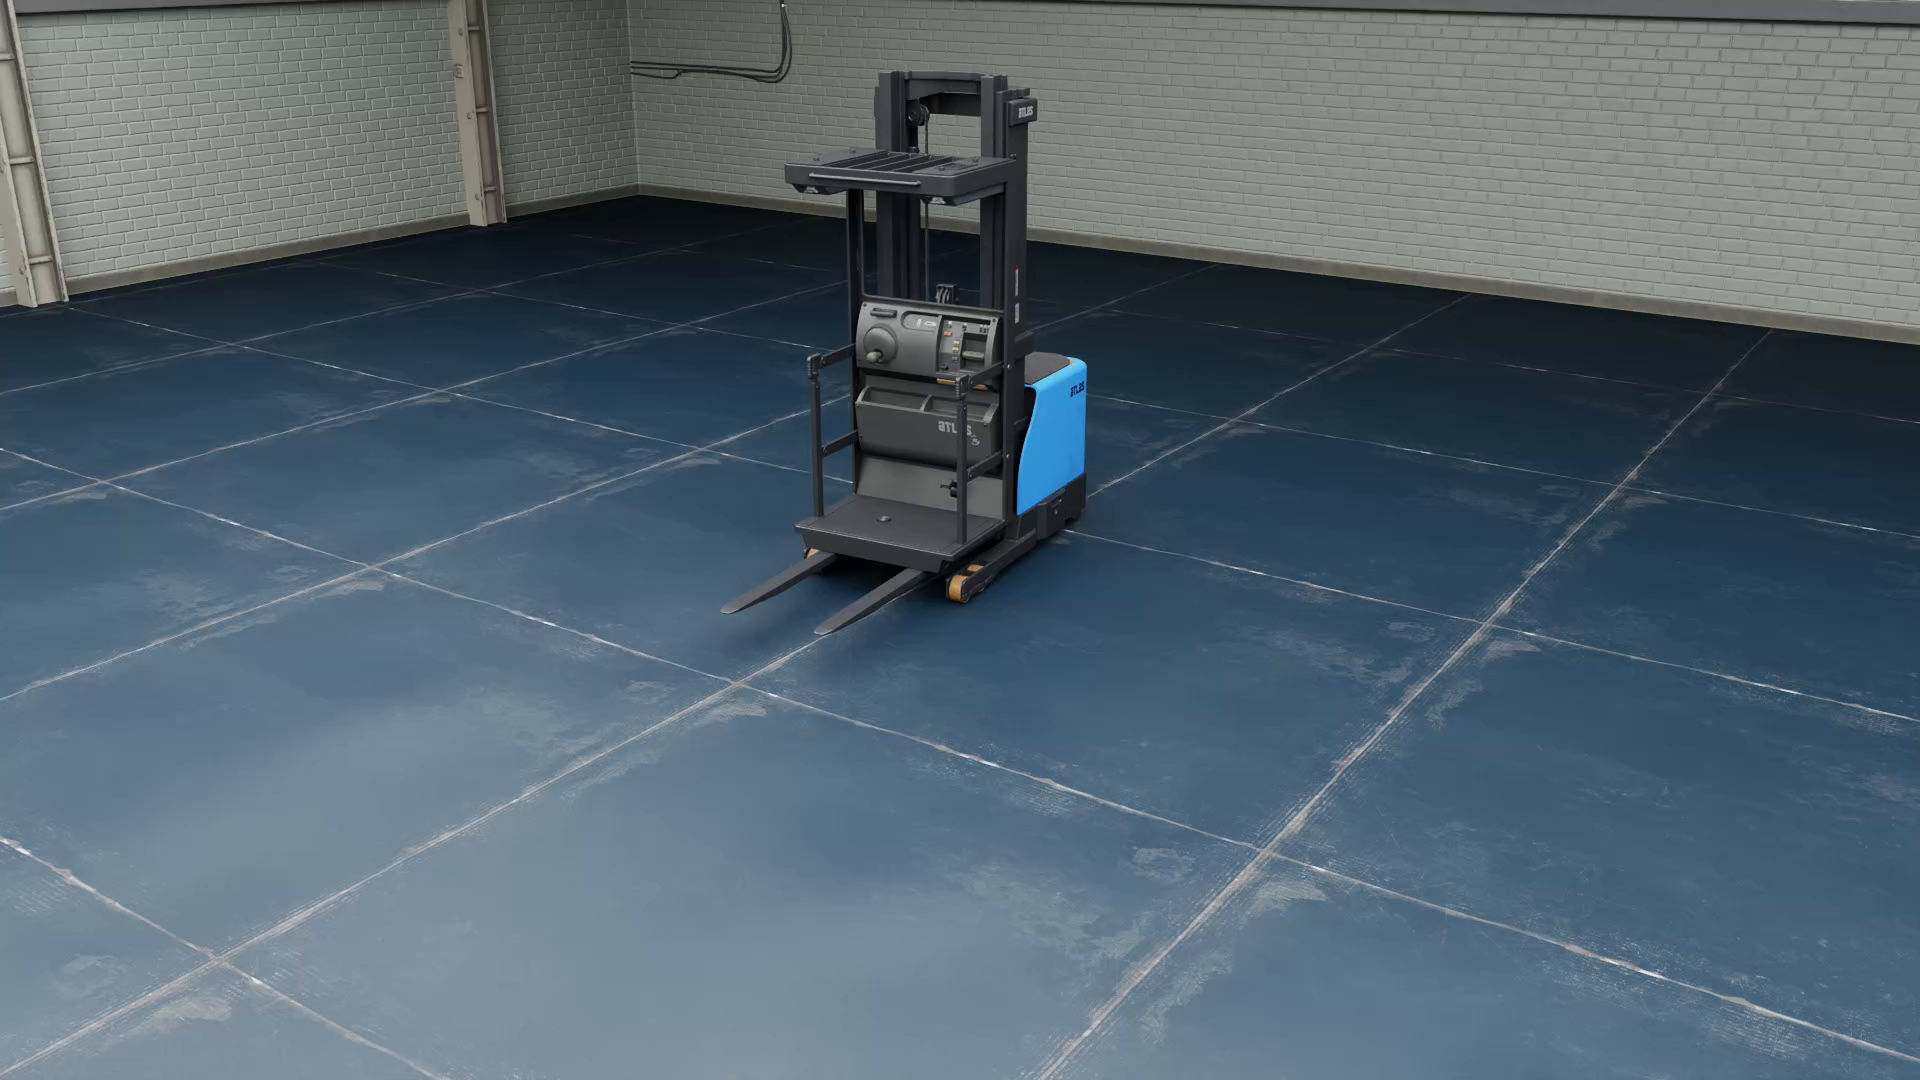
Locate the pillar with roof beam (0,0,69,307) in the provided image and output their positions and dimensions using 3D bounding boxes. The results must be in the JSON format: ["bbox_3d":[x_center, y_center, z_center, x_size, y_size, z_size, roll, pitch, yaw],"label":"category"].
[{"bbox_3d":[-6.113,-5.891,13.719,9.100,9.000,0.400,13,24,32],"label":"pillar with roof beam"}]

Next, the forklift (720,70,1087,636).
[{"bbox_3d":[-0.299,-1.182,9.736,1.130,2.935,3.031,11,23,26],"label":"forklift"}]

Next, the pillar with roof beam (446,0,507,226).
[{"bbox_3d":[-2.740,-7.612,18.373,9.100,9.000,0.400,13,24,32],"label":"pillar with roof beam"}]

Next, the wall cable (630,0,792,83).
[{"bbox_3d":[-3.551,-7.583,22.769,3.097,2.526,0.112,13,24,32],"label":"wall cable"}]
